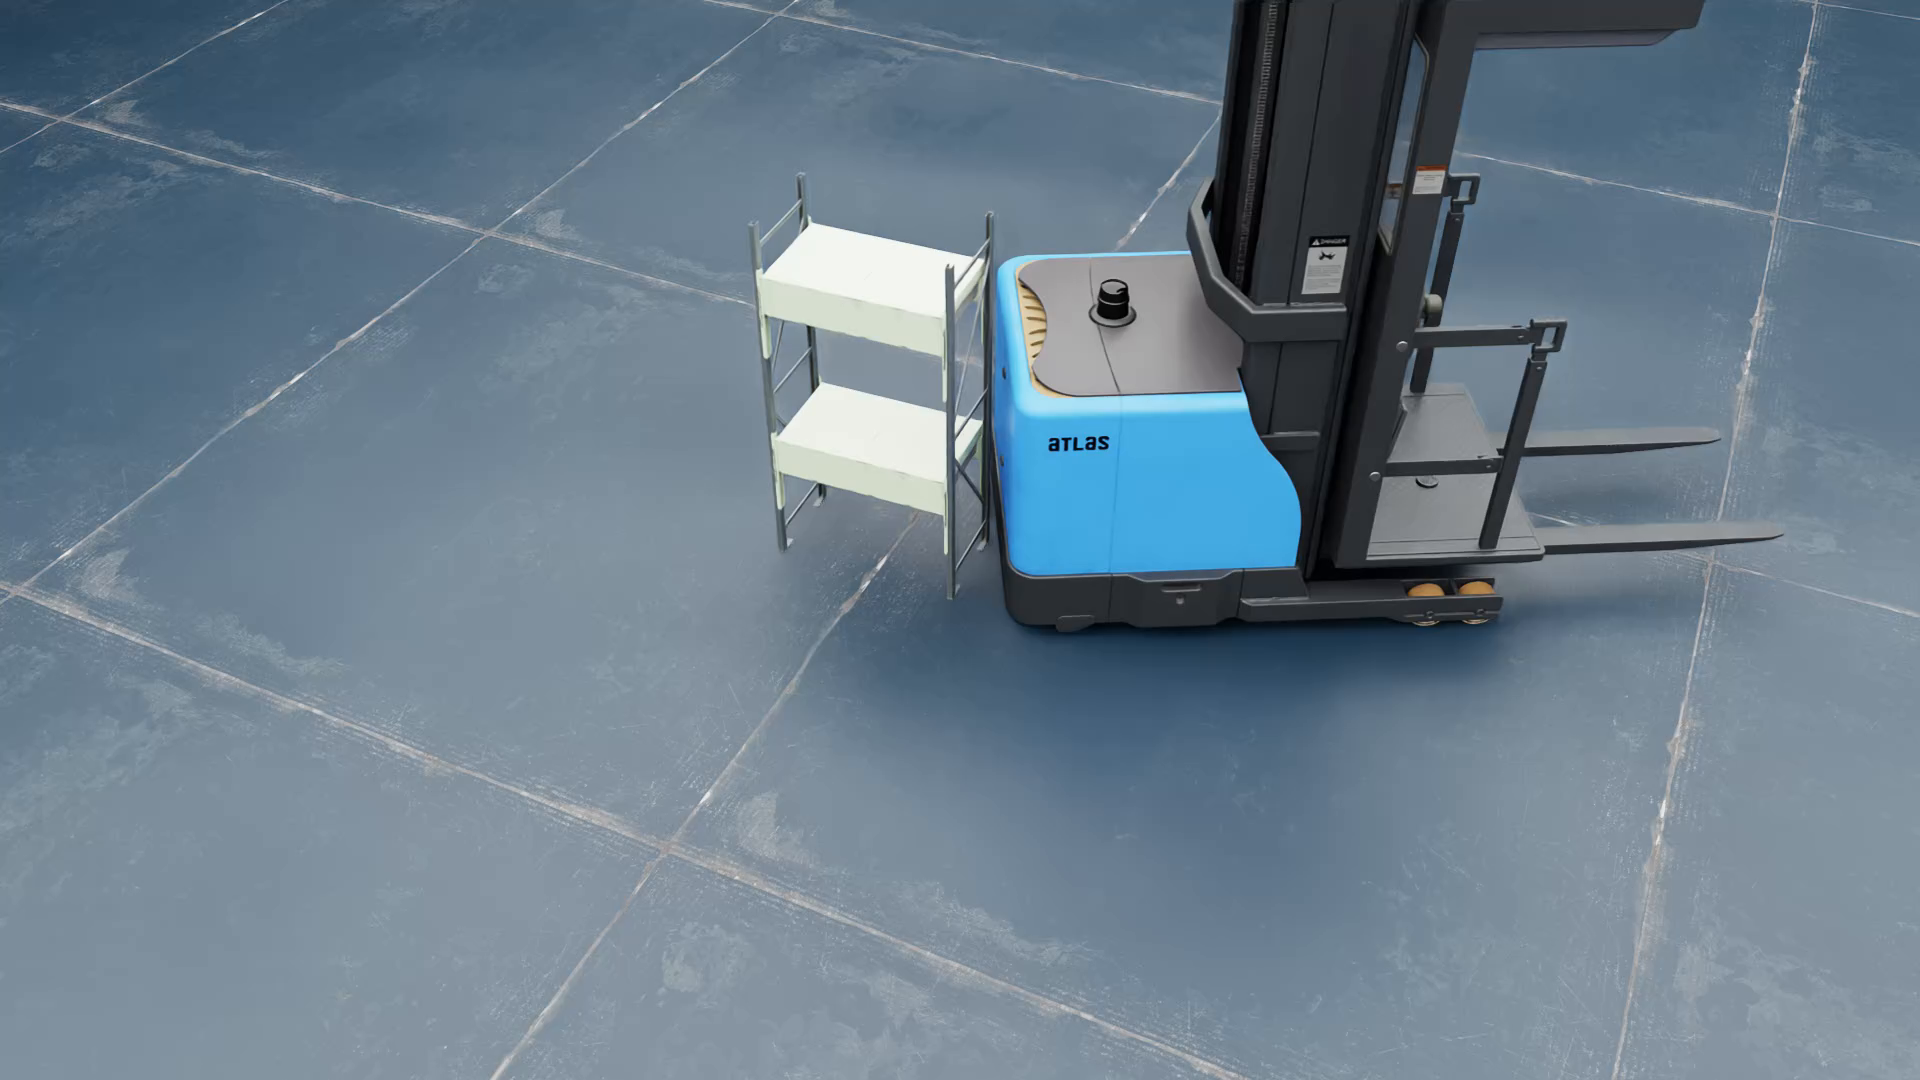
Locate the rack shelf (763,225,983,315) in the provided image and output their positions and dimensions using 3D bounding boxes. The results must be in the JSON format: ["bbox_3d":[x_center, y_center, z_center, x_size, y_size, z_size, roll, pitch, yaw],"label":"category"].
[{"bbox_3d":[-0.304,-0.939,5.889,0.686,0.052,0.368,15,43,17],"label":"rack shelf"}]

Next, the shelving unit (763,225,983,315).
[{"bbox_3d":[-0.304,-0.939,5.889,0.686,0.052,0.368,15,43,17],"label":"shelving unit"}]

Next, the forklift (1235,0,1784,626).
[{"bbox_3d":[2.094,-1.064,5.891,2.170,2.733,1.118,-2,41,-2],"label":"forklift"}]
